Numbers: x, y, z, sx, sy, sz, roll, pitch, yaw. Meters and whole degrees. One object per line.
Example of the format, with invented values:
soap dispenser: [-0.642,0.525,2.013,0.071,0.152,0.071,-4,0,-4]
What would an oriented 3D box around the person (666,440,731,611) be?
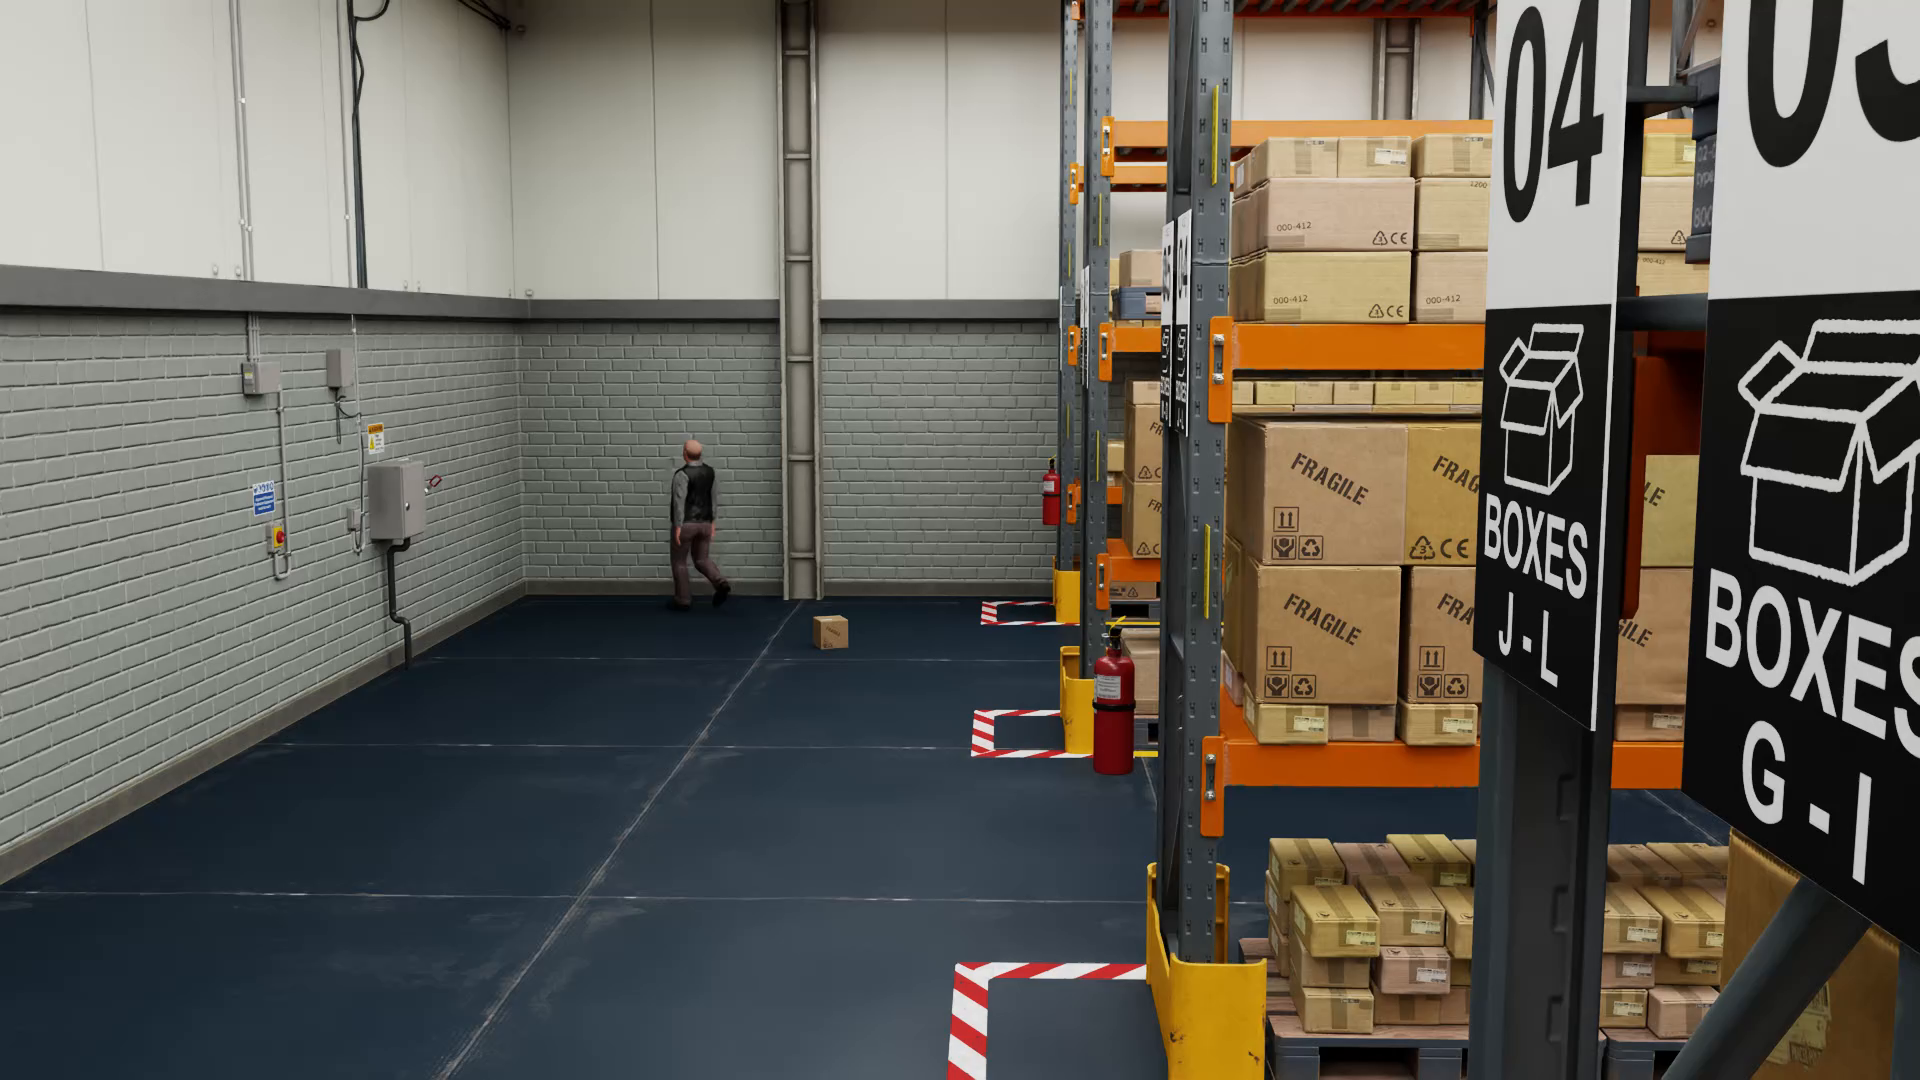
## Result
person: [-2.608,-0.140,16.420,0.763,1.701,0.543,7,10,43]
